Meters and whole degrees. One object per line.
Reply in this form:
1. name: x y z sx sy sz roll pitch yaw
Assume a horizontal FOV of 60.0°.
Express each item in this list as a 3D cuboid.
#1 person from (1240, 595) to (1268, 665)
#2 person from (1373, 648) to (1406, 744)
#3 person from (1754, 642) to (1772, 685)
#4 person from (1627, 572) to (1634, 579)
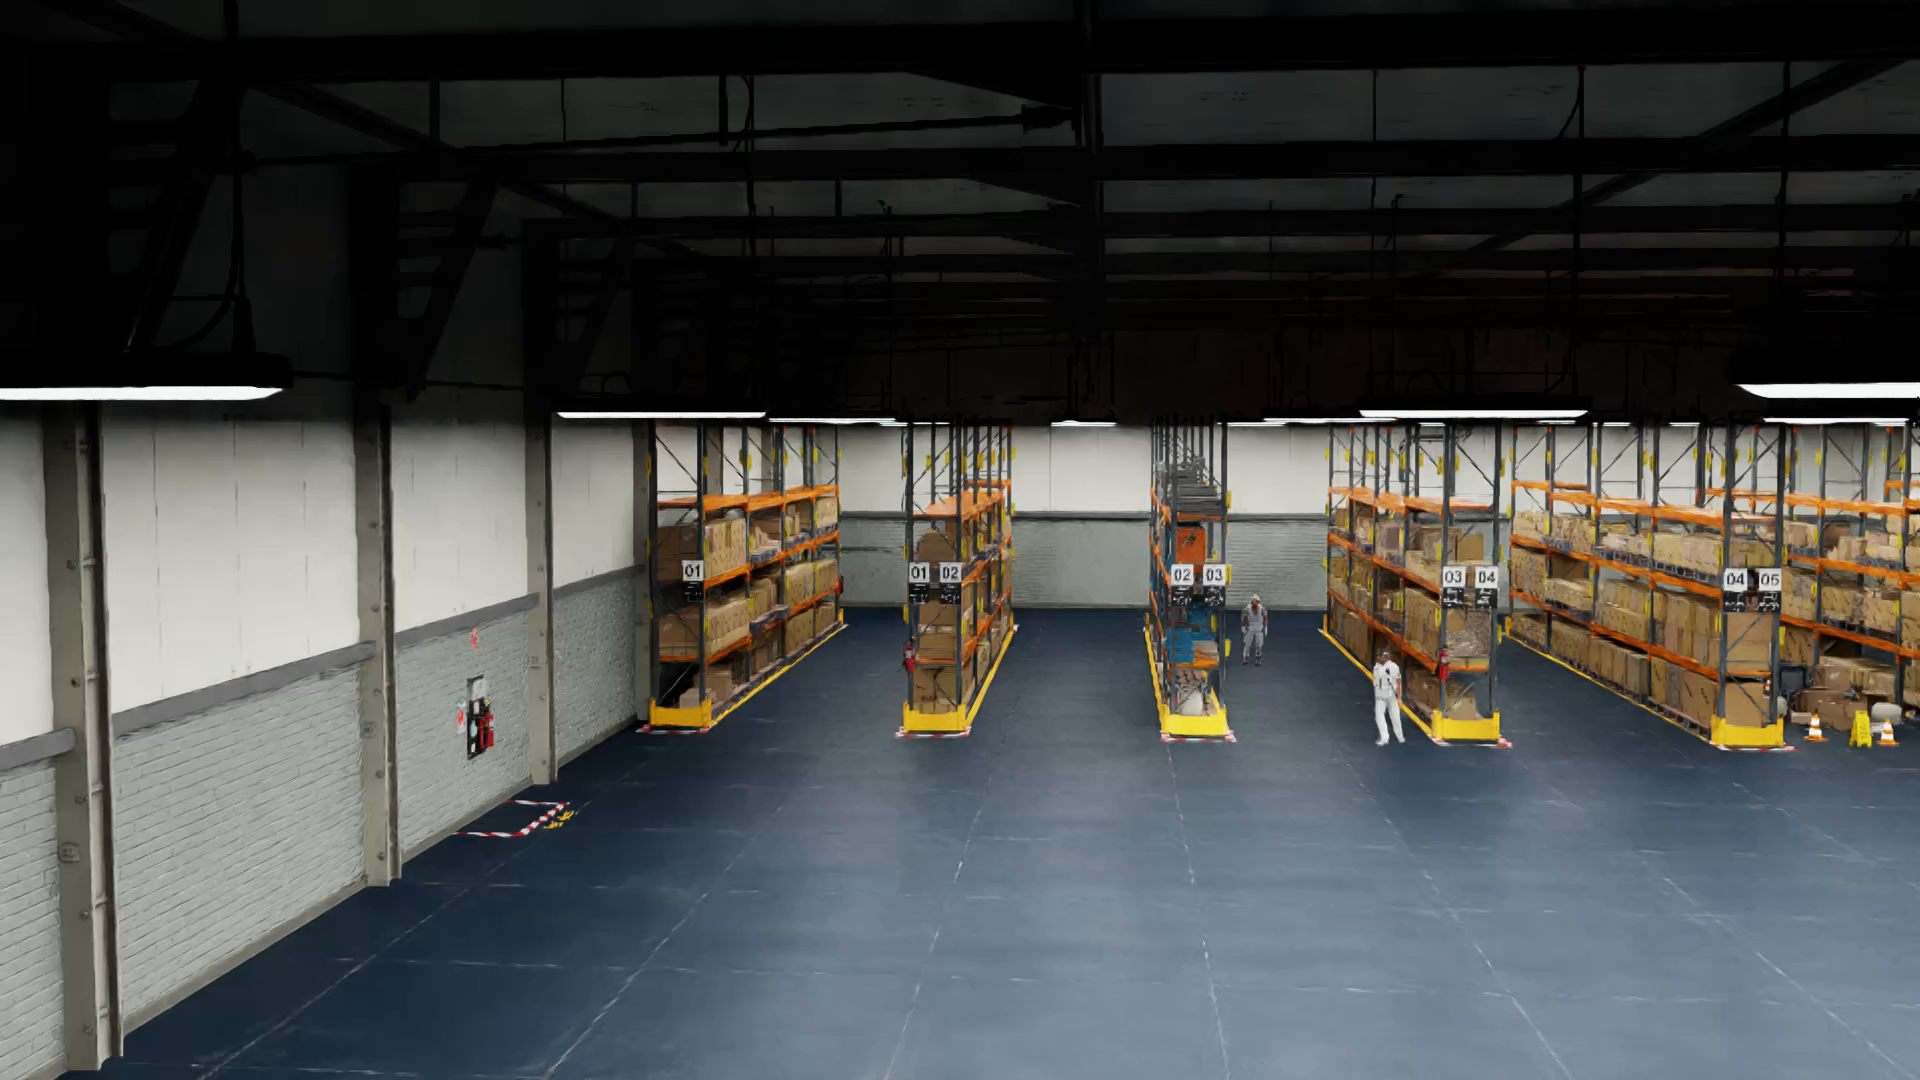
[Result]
1. person: 7.079 2.169 40.016 0.677 1.742 0.551 0 4 4
2. person: 7.803 2.821 30.255 0.586 1.743 0.579 3 5 42
3. person: 17.964 2.375 37.177 0.543 1.664 0.579 2 5 31
4. person: 19.316 1.678 47.597 0.448 1.667 0.626 -2 4 -26
